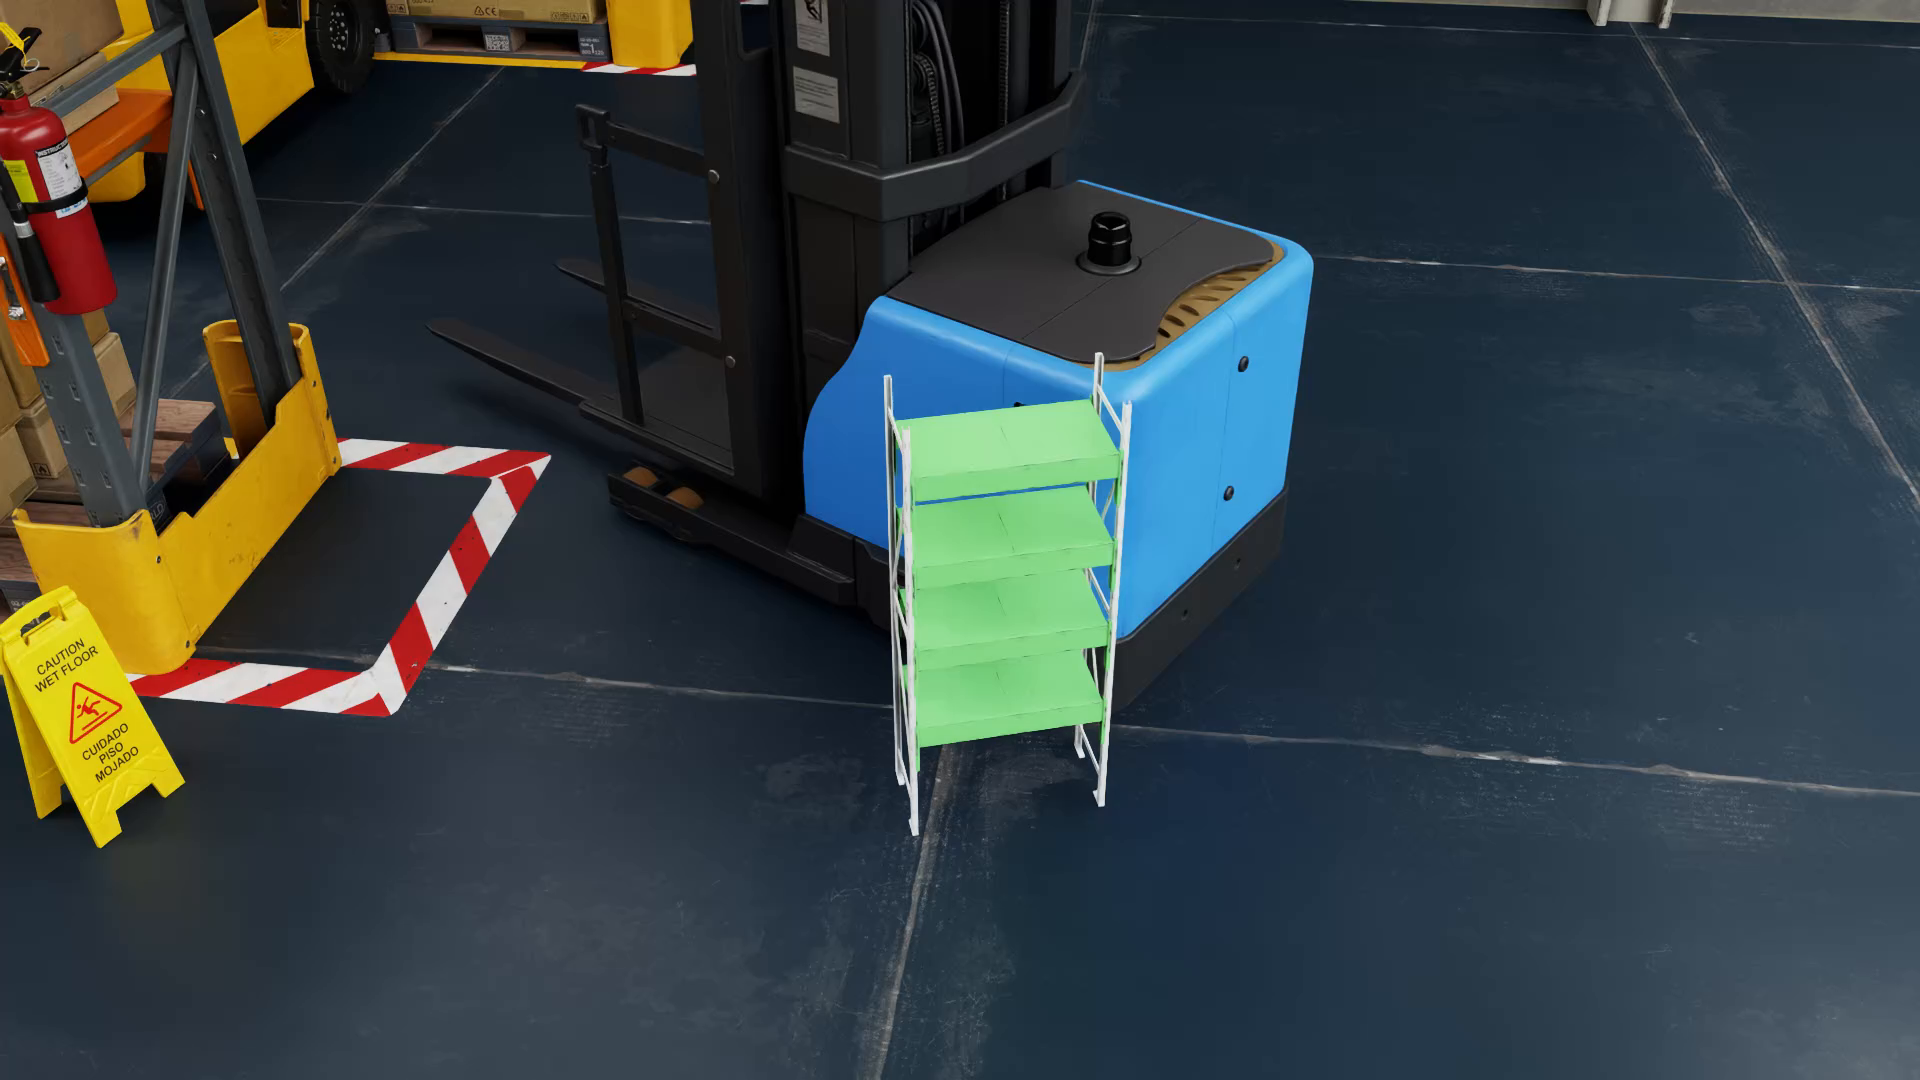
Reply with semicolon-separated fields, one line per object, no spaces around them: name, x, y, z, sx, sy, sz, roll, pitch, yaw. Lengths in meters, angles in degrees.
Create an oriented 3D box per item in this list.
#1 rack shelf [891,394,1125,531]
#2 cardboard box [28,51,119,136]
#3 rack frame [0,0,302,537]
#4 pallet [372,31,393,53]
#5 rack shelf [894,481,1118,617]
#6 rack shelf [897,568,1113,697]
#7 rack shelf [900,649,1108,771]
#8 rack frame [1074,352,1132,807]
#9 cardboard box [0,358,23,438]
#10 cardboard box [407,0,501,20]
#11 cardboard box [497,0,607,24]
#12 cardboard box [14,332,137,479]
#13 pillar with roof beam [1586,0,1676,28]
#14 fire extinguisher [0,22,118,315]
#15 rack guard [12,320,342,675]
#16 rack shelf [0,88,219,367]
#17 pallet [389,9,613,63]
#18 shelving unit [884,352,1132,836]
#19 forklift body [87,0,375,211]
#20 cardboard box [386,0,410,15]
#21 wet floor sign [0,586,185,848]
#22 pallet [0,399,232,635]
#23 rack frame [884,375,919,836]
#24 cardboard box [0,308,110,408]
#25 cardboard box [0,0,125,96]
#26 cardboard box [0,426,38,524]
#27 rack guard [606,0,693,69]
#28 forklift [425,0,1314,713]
rack shelf;0.101;-0.178;3.751;0.480;0.148;0.258;-7;36;-10
cardboard box;-2.557;-1.219;4.593;0.250;0.149;0.380;4;36;6
rack frame;-2.247;-1.177;4.317;0.127;3.000;1.000;4;36;6
pallet;-3.589;-3.027;9.309;1.213;0.211;1.003;4;36;6
rack shelf;0.101;0.017;3.890;0.480;0.148;0.258;-7;36;-10
rack shelf;0.101;0.212;4.029;0.480;0.148;0.258;-7;36;-10
rack shelf;0.101;0.408;4.169;0.480;0.148;0.258;-7;36;-10
rack frame;0.340;0.131;4.034;0.015;1.200;0.240;-7;36;-10
cardboard box;-3.074;-0.443;4.649;0.500;0.500;0.500;4;36;6
cardboard box;-2.616;-2.984;8.855;0.500;0.250;0.500;4;36;6
cardboard box;-2.124;-2.942;8.795;0.500;0.250;0.500;5;36;6
cardboard box;-3.011;-0.448;5.301;0.500;0.250;0.500;4;36;6
pillar with roof beam;3.209;-4.126;3.284;0.400;9.000;9.100;4;36;6
fire extinguisher;-2.192;-0.872;3.956;0.183;0.674;0.296;4;36;6
rack guard;-2.322;-0.165;5.051;0.348;0.500;1.175;4;36;6
rack shelf;-4.230;-1.032;4.734;4.000;0.370;1.077;4;36;6
pallet;-2.382;-2.935;9.180;1.213;0.211;1.003;4;36;6
shelving unit;0.101;0.160;3.992;0.503;1.200;0.258;-7;36;-10
forklift body;-3.731;-2.781;7.295;1.214;2.155;2.313;4;36;6
cardboard box;-3.111;-3.026;8.914;0.500;0.250;0.500;5;36;6
wet floor sign;-2.194;0.412;4.118;0.232;0.644;0.267;17;39;22
pallet;-3.123;-0.128;5.248;1.213;0.211;1.003;4;36;6
rack frame;-0.137;0.190;3.950;0.015;1.200;0.240;-7;36;-10
cardboard box;-3.035;-0.755;5.085;0.500;0.500;0.500;3;36;4
cardboard box;-2.681;-1.534;4.475;0.500;0.500;0.500;4;36;5
cardboard box;-3.106;-0.135;4.863;0.500;0.250;0.500;4;36;6
rack guard;-1.594;-3.018;9.049;0.348;0.500;1.175;4;36;6
forklift;-0.503;-1.412;4.705;3.031;2.935;1.130;23;42;29
